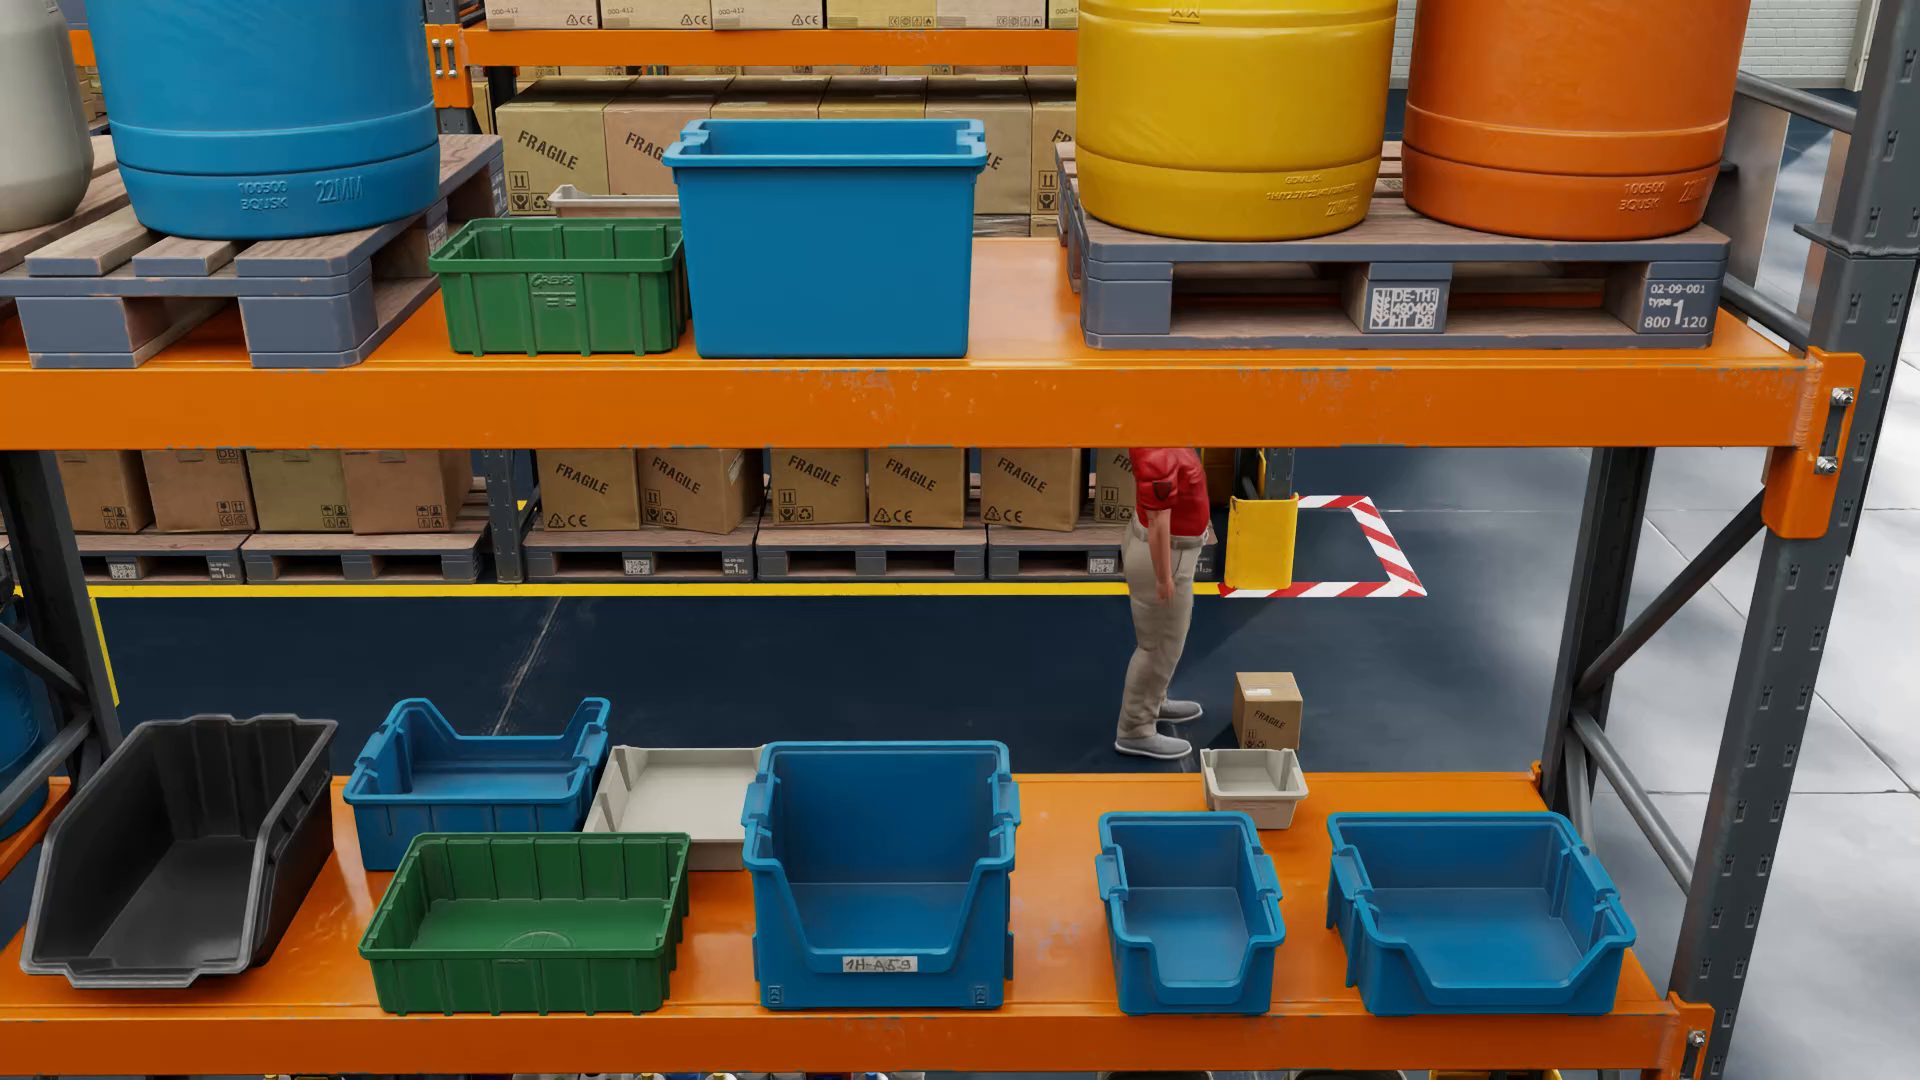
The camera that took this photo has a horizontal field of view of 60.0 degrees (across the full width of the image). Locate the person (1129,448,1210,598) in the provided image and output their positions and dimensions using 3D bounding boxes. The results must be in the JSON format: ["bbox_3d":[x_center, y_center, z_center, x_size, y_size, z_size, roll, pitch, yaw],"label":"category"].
[{"bbox_3d":[0.859,-0.247,6.832,0.337,1.028,0.530,0,24,1],"label":"person"}]
